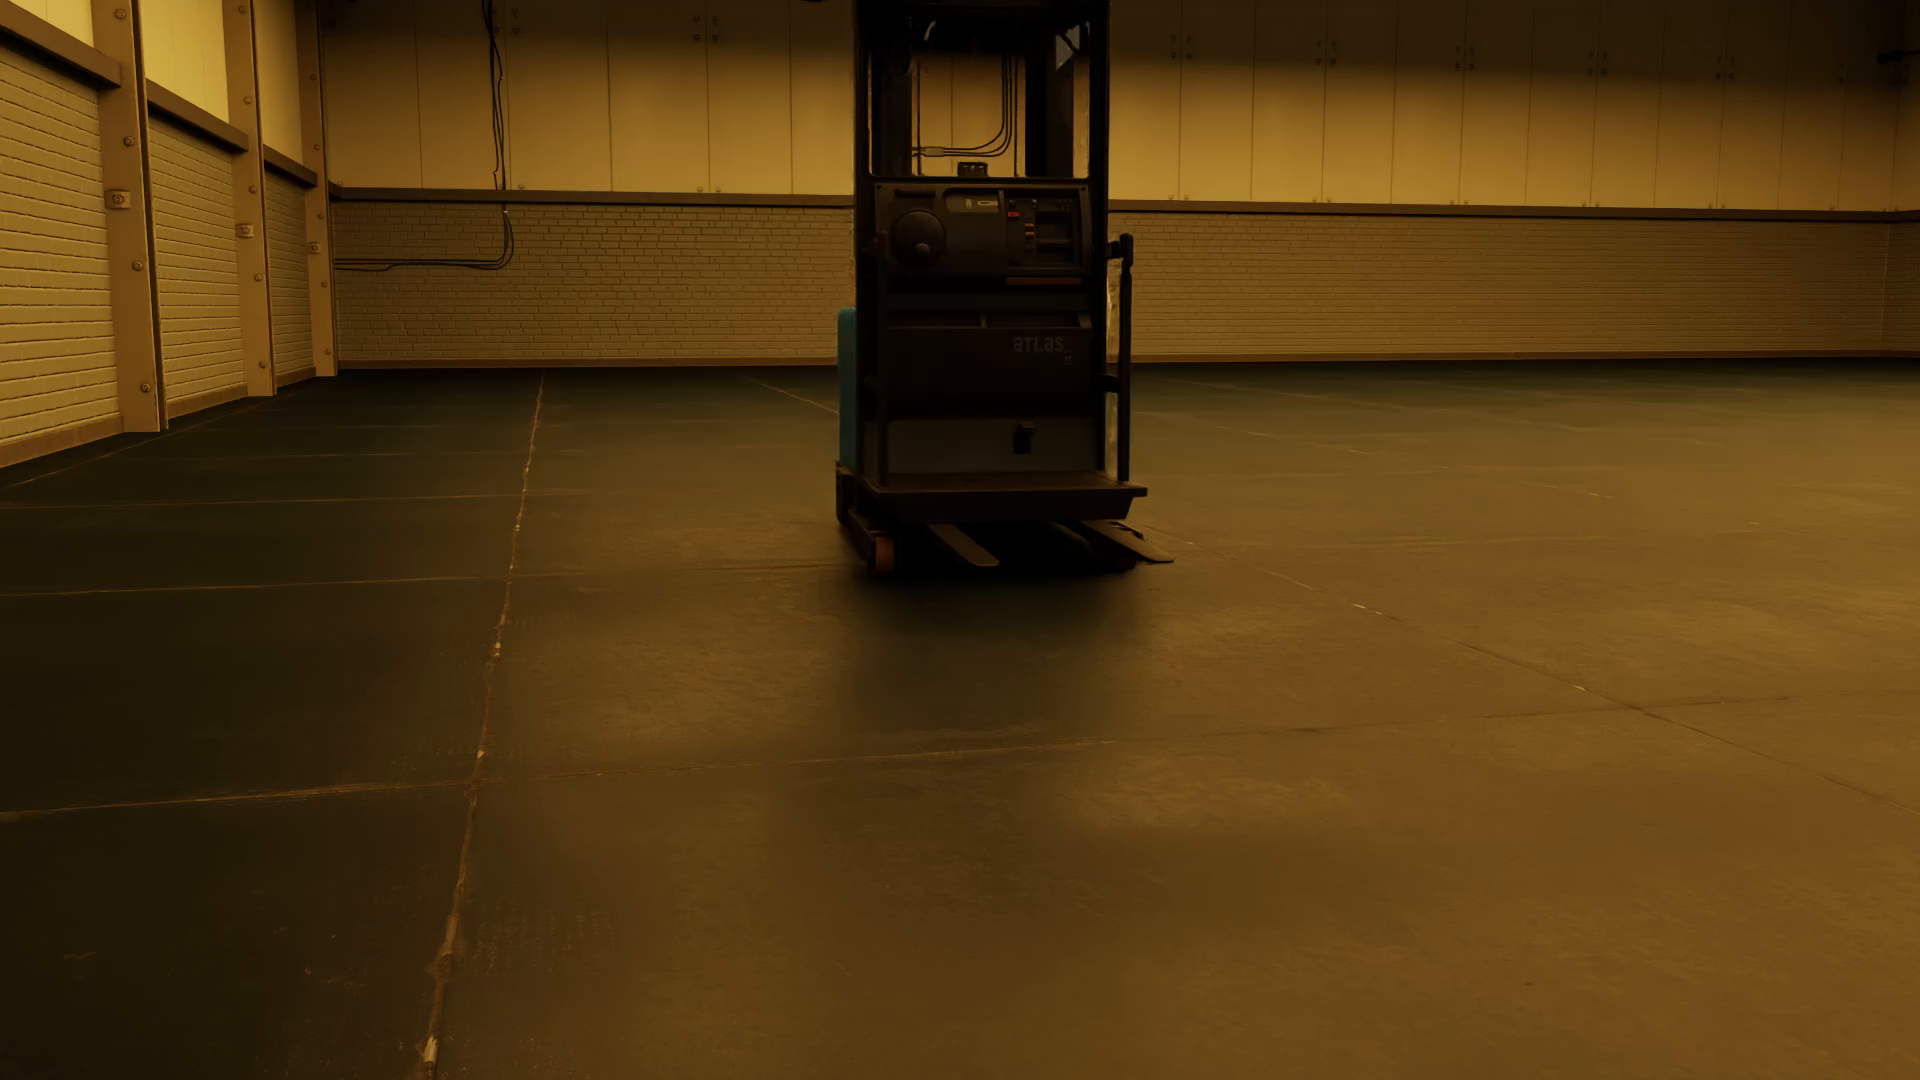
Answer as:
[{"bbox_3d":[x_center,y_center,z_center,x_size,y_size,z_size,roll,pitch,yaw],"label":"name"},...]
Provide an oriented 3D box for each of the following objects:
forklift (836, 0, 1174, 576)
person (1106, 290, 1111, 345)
[{"bbox_3d":[0.136,-1.359,6.845,1.130,2.935,3.031,-1,8,-9],"label":"forklift"},{"bbox_3d":[0.894,-1.620,13.113,0.585,1.695,0.533,-1,8,-11],"label":"person"}]
